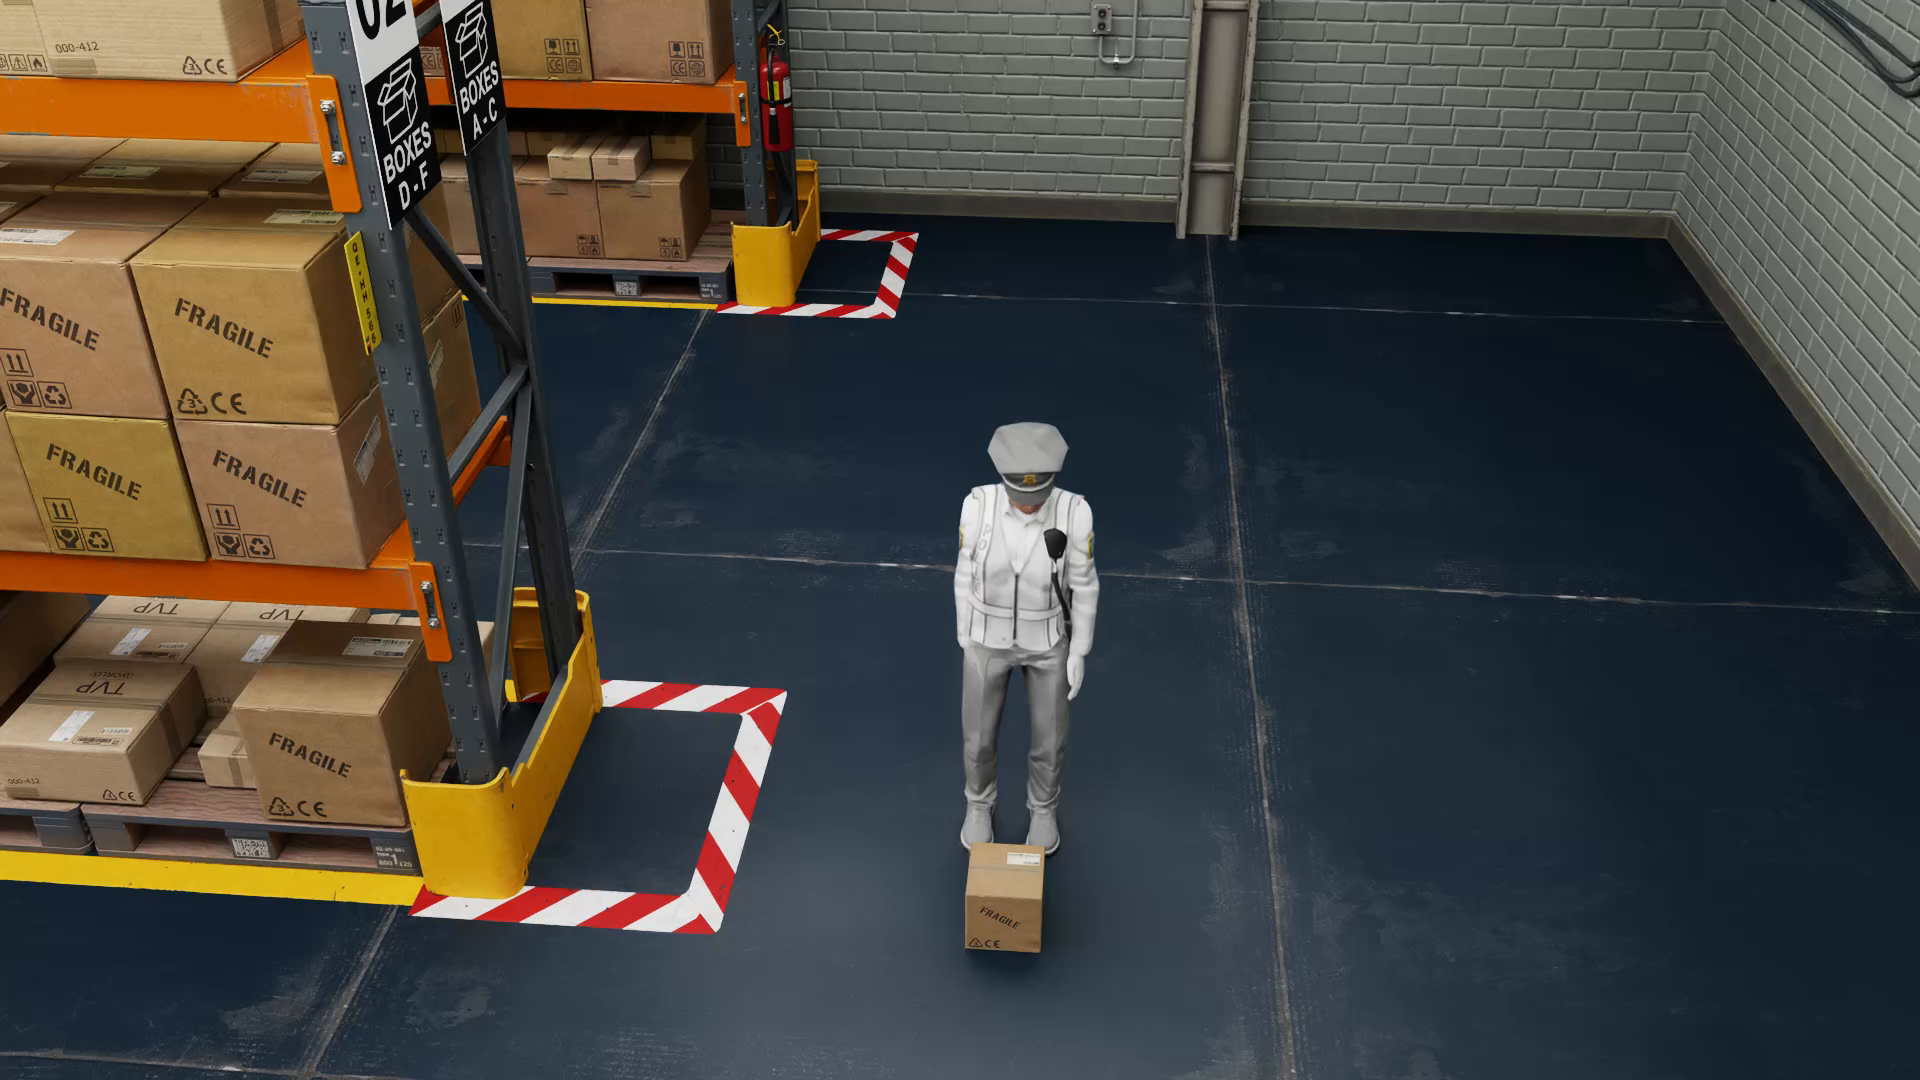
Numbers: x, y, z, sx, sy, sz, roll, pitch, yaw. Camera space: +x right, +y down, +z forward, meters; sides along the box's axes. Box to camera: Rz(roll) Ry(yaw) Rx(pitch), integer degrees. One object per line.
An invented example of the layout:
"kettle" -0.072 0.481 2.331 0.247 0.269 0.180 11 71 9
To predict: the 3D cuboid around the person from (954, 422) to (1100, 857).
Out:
"person" 0.216 0.358 5.586 0.481 1.654 0.366 3 32 5
